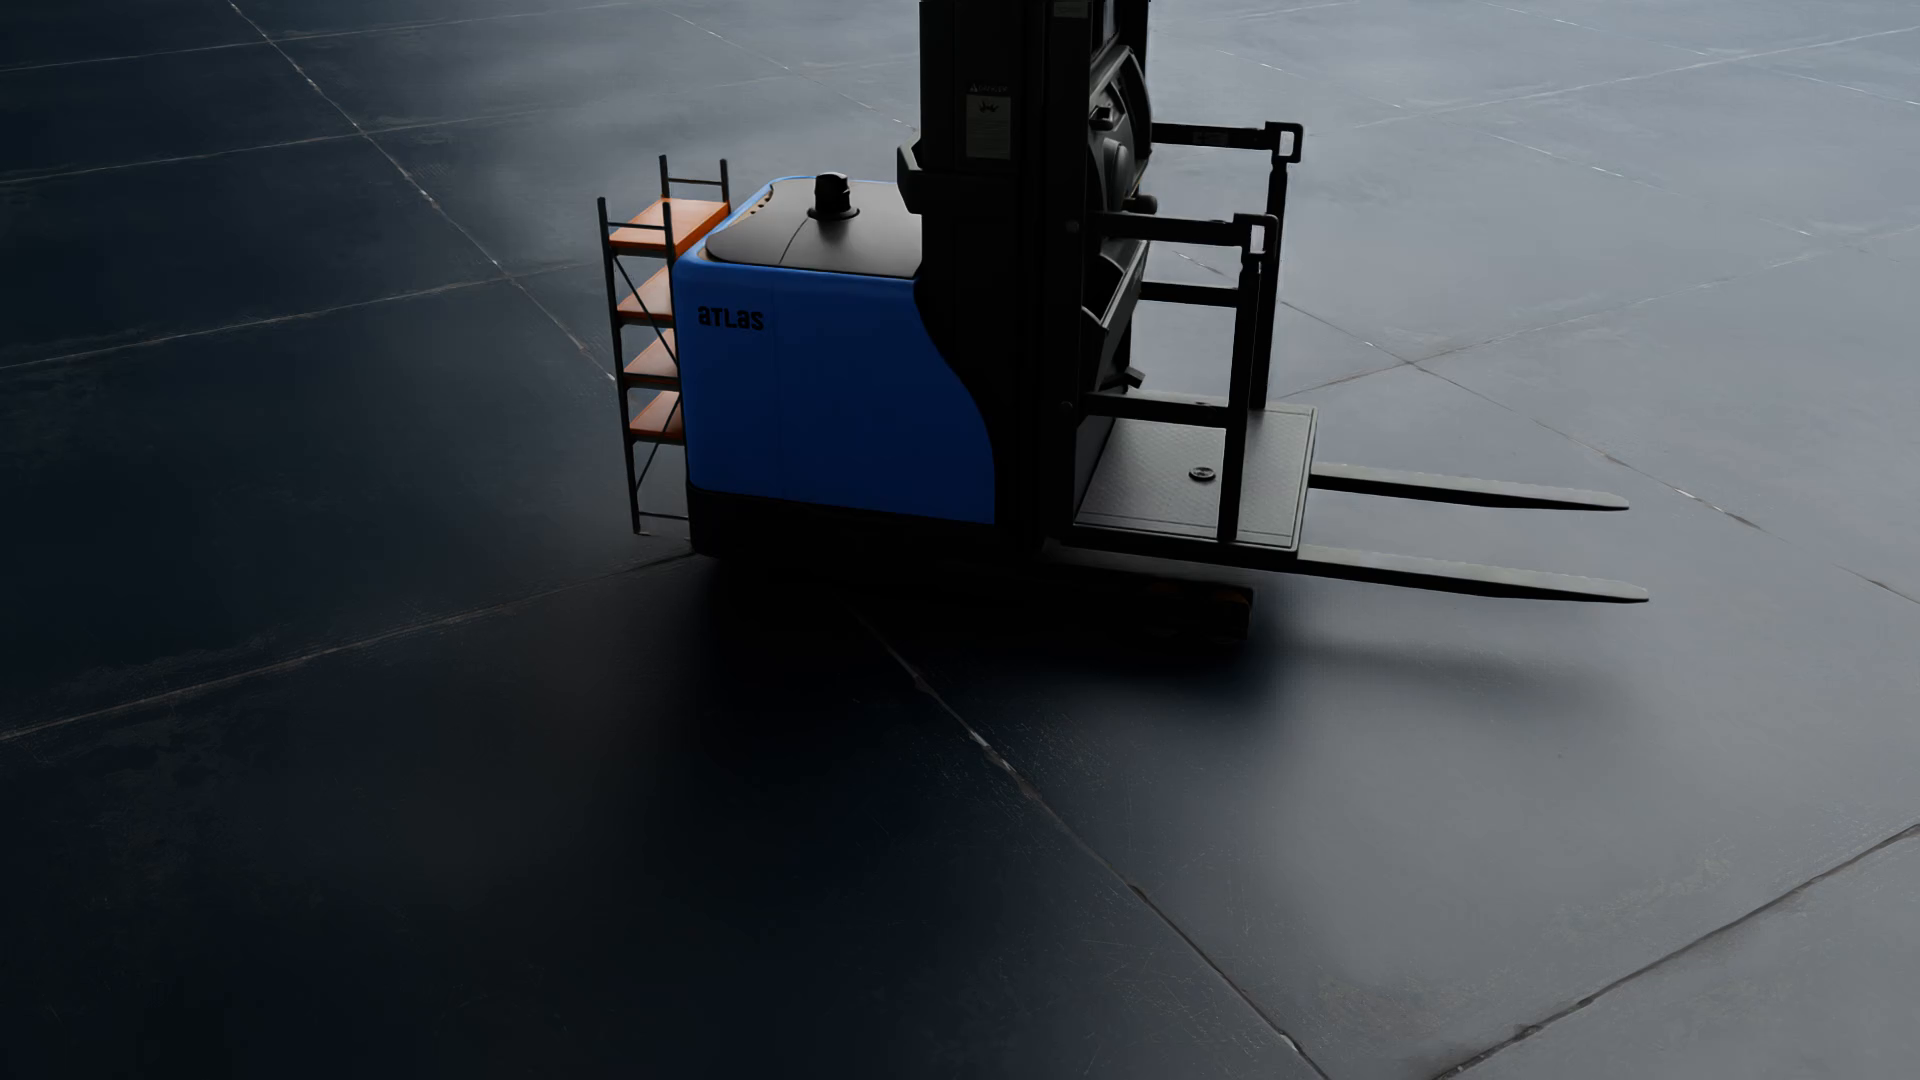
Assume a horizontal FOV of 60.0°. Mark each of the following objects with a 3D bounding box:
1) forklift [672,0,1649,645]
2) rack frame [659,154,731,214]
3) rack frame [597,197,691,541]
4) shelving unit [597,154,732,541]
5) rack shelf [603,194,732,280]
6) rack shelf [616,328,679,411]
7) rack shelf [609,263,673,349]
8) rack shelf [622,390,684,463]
[{"bbox_3d":[0.671,-1.243,4.969,3.031,2.935,1.130,7,30,12],"label":"forklift"},{"bbox_3d":[-0.899,-0.764,5.892,0.240,1.200,0.015,7,30,12],"label":"rack frame"},{"bbox_3d":[-1.018,-0.535,5.477,0.240,1.200,0.015,7,30,12],"label":"rack frame"},{"bbox_3d":[-0.959,-0.650,5.685,0.258,1.200,0.503,7,30,12],"label":"shelving unit"},{"bbox_3d":[-0.959,-0.994,5.495,0.258,0.148,0.480,7,30,12],"label":"rack shelf"},{"bbox_3d":[-0.959,-0.591,5.717,0.258,0.148,0.480,7,30,12],"label":"rack shelf"},{"bbox_3d":[-0.959,-0.786,5.609,0.258,0.148,0.480,7,30,12],"label":"rack shelf"},{"bbox_3d":[-0.958,-0.417,5.813,0.258,0.148,0.480,7,30,12],"label":"rack shelf"}]
